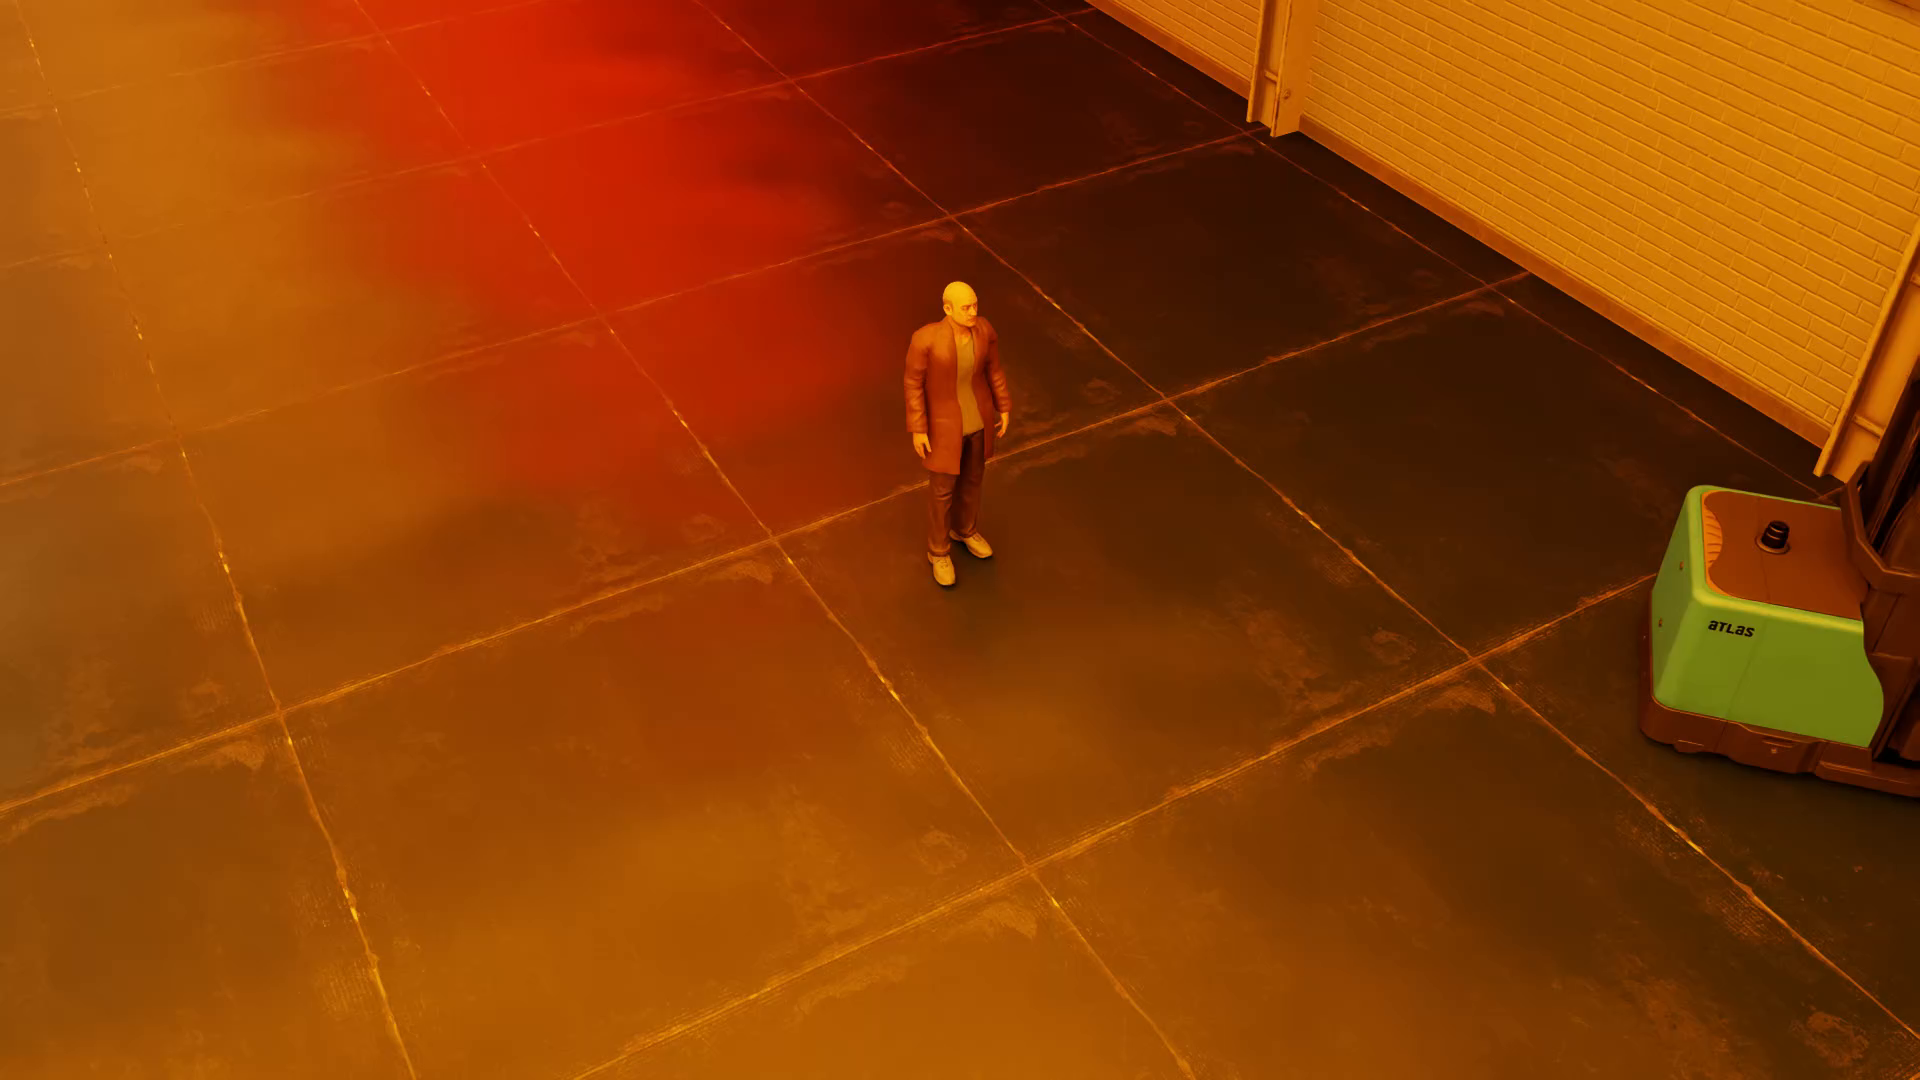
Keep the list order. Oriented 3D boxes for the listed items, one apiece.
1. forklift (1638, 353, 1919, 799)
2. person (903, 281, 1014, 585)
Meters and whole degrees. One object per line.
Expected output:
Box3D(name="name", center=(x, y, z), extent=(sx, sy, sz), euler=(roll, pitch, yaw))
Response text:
Box3D(name="forklift", center=(5.254, -0.046, 8.091), extent=(3.031, 2.935, 1.130), euler=(11, 41, 13))
Box3D(name="person", center=(0.043, -0.638, 9.697), extent=(0.698, 1.777, 0.579), euler=(-20, 44, -23))
